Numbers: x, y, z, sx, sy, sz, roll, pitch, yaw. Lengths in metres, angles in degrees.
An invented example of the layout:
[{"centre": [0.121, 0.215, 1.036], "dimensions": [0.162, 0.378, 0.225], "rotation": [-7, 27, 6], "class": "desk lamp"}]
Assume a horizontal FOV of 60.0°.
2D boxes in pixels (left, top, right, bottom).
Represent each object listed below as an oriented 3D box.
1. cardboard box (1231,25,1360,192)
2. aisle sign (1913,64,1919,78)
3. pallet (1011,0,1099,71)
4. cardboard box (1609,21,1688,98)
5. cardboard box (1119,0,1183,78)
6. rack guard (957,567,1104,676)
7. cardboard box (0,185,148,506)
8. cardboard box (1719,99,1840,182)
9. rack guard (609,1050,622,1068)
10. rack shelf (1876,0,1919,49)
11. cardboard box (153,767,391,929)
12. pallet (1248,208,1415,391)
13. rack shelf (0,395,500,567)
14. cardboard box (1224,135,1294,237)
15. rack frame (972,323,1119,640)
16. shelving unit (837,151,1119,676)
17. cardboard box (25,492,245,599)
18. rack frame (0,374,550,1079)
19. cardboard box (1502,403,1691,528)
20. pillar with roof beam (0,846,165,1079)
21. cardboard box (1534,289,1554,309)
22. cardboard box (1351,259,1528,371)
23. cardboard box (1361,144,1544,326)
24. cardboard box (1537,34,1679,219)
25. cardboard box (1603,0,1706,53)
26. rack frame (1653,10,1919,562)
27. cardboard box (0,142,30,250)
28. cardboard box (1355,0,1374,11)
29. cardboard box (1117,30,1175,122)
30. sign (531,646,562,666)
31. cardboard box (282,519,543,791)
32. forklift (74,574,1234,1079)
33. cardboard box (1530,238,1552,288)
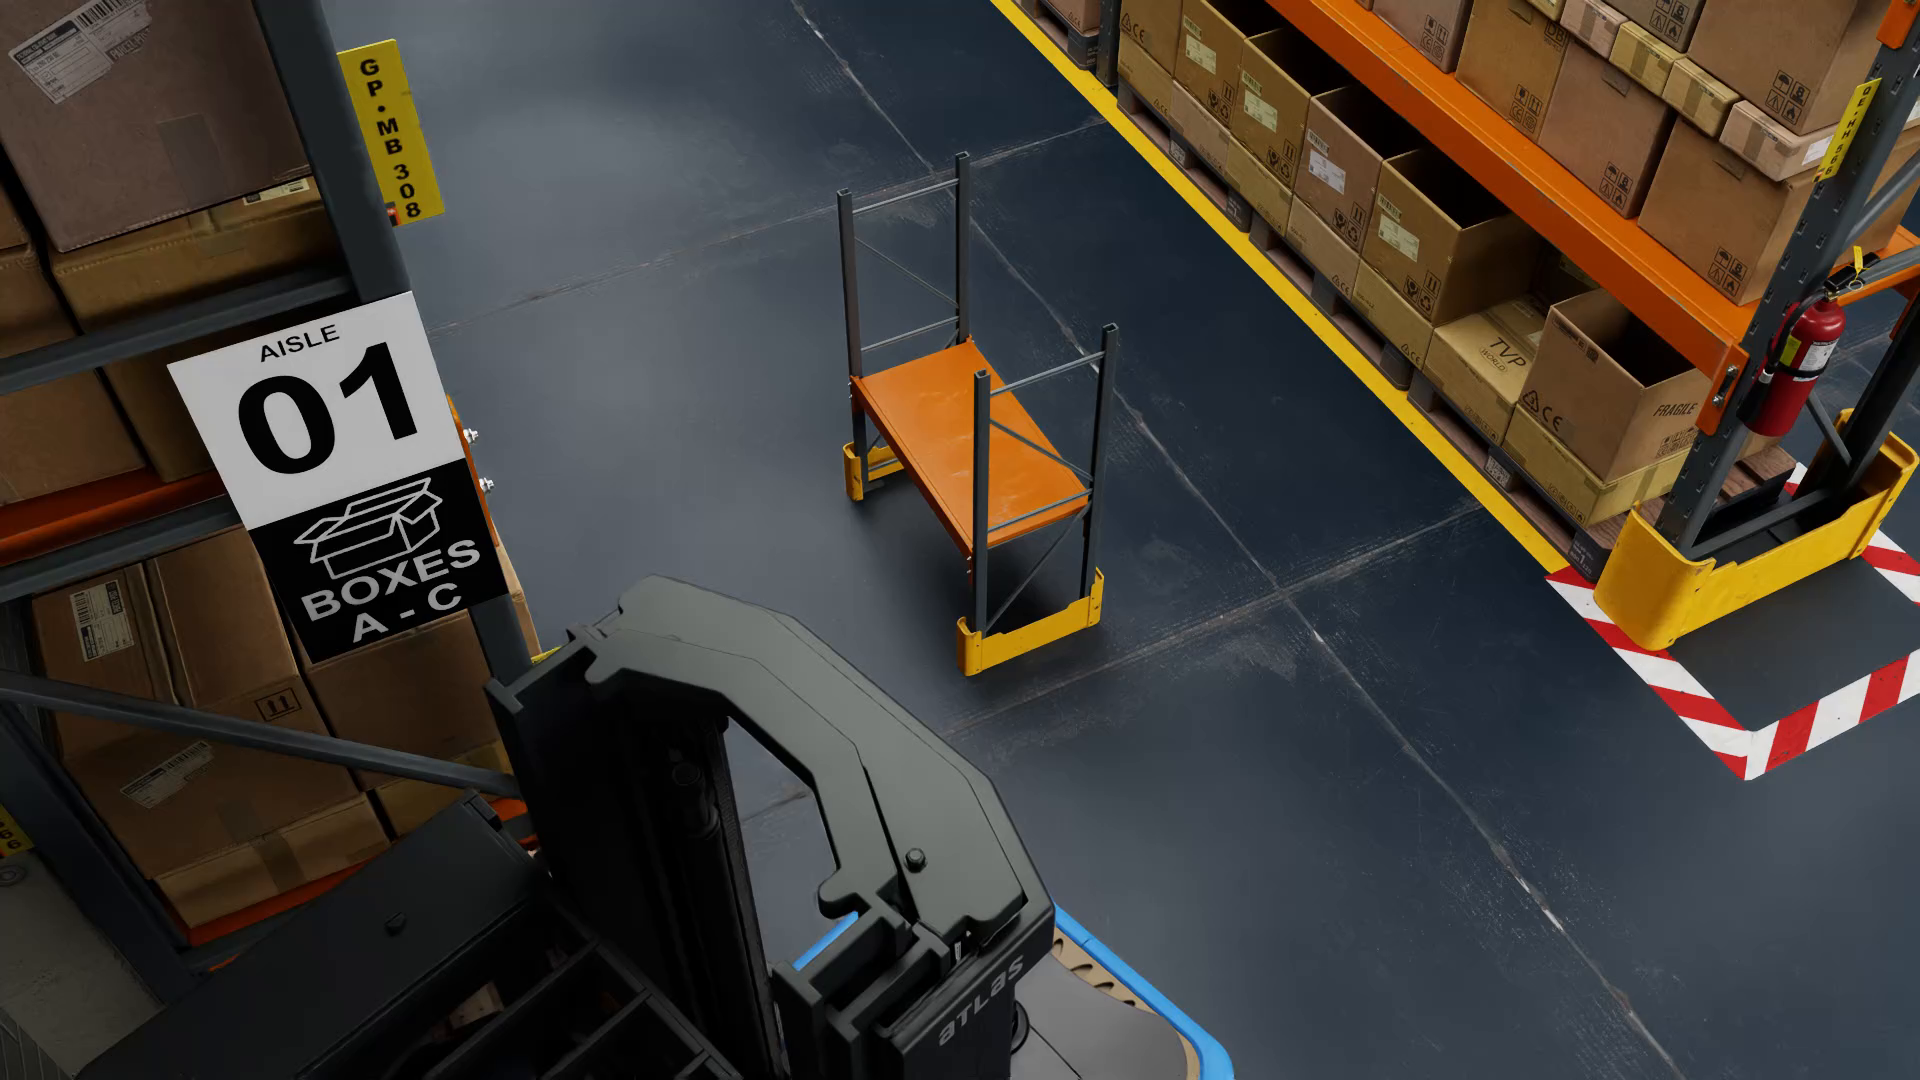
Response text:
[{"centre": [1.579, -1.953, 7.408], "dimensions": [0.500, 0.500, 0.500], "rotation": [-21, 52, -18], "class": "cardboard box"}, {"centre": [2.787, -1.594, 4.317], "dimensions": [0.394, 0.787, 0.004], "rotation": [-21, 52, -18], "class": "aisle sign"}, {"centre": [0.816, -3.122, 9.233], "dimensions": [1.003, 0.211, 1.213], "rotation": [-21, 52, -18], "class": "pallet"}, {"centre": [2.436, -1.666, 5.609], "dimensions": [0.380, 0.149, 0.250], "rotation": [-22, 52, -18], "class": "cardboard box"}, {"centre": [1.121, -2.622, 7.993], "dimensions": [0.500, 0.500, 0.500], "rotation": [-21, 52, -18], "class": "cardboard box"}, {"centre": [0.263, 0.302, 6.212], "dimensions": [0.587, 0.250, 0.087], "rotation": [-21, 52, -18], "class": "rack guard"}, {"centre": [-1.801, -0.394, 2.922], "dimensions": [0.500, 0.500, 0.500], "rotation": [-18, 51, -15], "class": "cardboard box"}, {"centre": [2.674, -1.320, 5.307], "dimensions": [0.380, 0.149, 0.250], "rotation": [-22, 52, -18], "class": "cardboard box"}, {"centre": [-1.420, 1.597, 4.913], "dimensions": [1.175, 0.500, 0.348], "rotation": [-21, 52, -18], "class": "rack guard"}, {"centre": [2.103, -2.973, 5.735], "dimensions": [1.077, 0.370, 4.000], "rotation": [-21, 52, -18], "class": "rack shelf"}, {"centre": [-1.771, 0.622, 4.192], "dimensions": [0.500, 0.250, 0.500], "rotation": [-20, 52, -17], "class": "cardboard box"}, {"centre": [2.077, -1.278, 7.620], "dimensions": [1.003, 0.211, 1.213], "rotation": [-21, 52, -18], "class": "pallet"}, {"centre": [-2.300, -1.264, 4.240], "dimensions": [1.077, 0.370, 4.000], "rotation": [-21, 52, -18], "class": "rack shelf"}, {"centre": [1.579, -1.706, 7.690], "dimensions": [0.500, 0.250, 0.500], "rotation": [-21, 52, -18], "class": "cardboard box"}, {"centre": [0.272, -0.096, 5.731], "dimensions": [0.500, 1.500, 0.032], "rotation": [-21, 52, -18], "class": "rack frame"}, {"centre": [0.035, -0.443, 6.033], "dimensions": [0.587, 1.500, 1.083], "rotation": [-21, 52, -18], "class": "shelving unit"}, {"centre": [-2.011, 0.039, 4.204], "dimensions": [0.500, 0.500, 0.500], "rotation": [-21, 52, -17], "class": "cardboard box"}, {"centre": [-1.385, 0.825, 3.928], "dimensions": [1.000, 3.000, 0.127], "rotation": [-21, 52, -18], "class": "rack frame"}, {"centre": [2.510, -0.374, 6.524], "dimensions": [0.500, 0.250, 0.500], "rotation": [-21, 52, -18], "class": "cardboard box"}, {"centre": [1.354, -2.803, 3.116], "dimensions": [9.100, 9.000, 0.400], "rotation": [-21, 52, -18], "class": "pillar with roof beam"}, {"centre": [2.738, -0.885, 6.972], "dimensions": [0.500, 0.250, 0.500], "rotation": [-21, 52, -18], "class": "cardboard box"}, {"centre": [2.040, -1.038, 7.106], "dimensions": [0.500, 0.250, 0.500], "rotation": [-21, 52, -18], "class": "cardboard box"}, {"centre": [2.037, -1.284, 6.822], "dimensions": [0.500, 0.500, 0.500], "rotation": [-21, 52, -18], "class": "cardboard box"}, {"centre": [2.571, -1.583, 5.968], "dimensions": [0.700, 0.500, 0.500], "rotation": [-20, 52, -17], "class": "cardboard box"}, {"centre": [2.546, -2.046, 5.511], "dimensions": [0.700, 0.500, 0.500], "rotation": [-22, 53, -18], "class": "cardboard box"}, {"centre": [3.018, -0.883, 5.422], "dimensions": [1.000, 3.000, 0.127], "rotation": [-21, 52, -18], "class": "rack frame"}, {"centre": [-1.815, -0.729, 2.551], "dimensions": [0.500, 0.500, 0.500], "rotation": [-19, 52, -16], "class": "cardboard box"}, {"centre": [1.870, -2.611, 6.867], "dimensions": [0.700, 0.500, 0.500], "rotation": [-20, 52, -17], "class": "cardboard box"}, {"centre": [1.130, -2.379, 8.278], "dimensions": [0.500, 0.250, 0.500], "rotation": [-21, 52, -18], "class": "cardboard box"}, {"centre": [-0.902, 0.353, 3.766], "dimensions": [0.100, 0.325, 0.005], "rotation": [-21, 52, -18], "class": "sign"}, {"centre": [-1.336, 0.198, 4.065], "dimensions": [0.500, 0.500, 0.500], "rotation": [-21, 52, -17], "class": "cardboard box"}, {"centre": [-0.697, 1.564, 3.327], "dimensions": [1.130, 2.935, 3.031], "rotation": [37, 58, 27], "class": "forklift"}, {"centre": [2.500, -1.463, 6.979], "dimensions": [0.500, 0.500, 0.500], "rotation": [-21, 52, -18], "class": "cardboard box"}]
